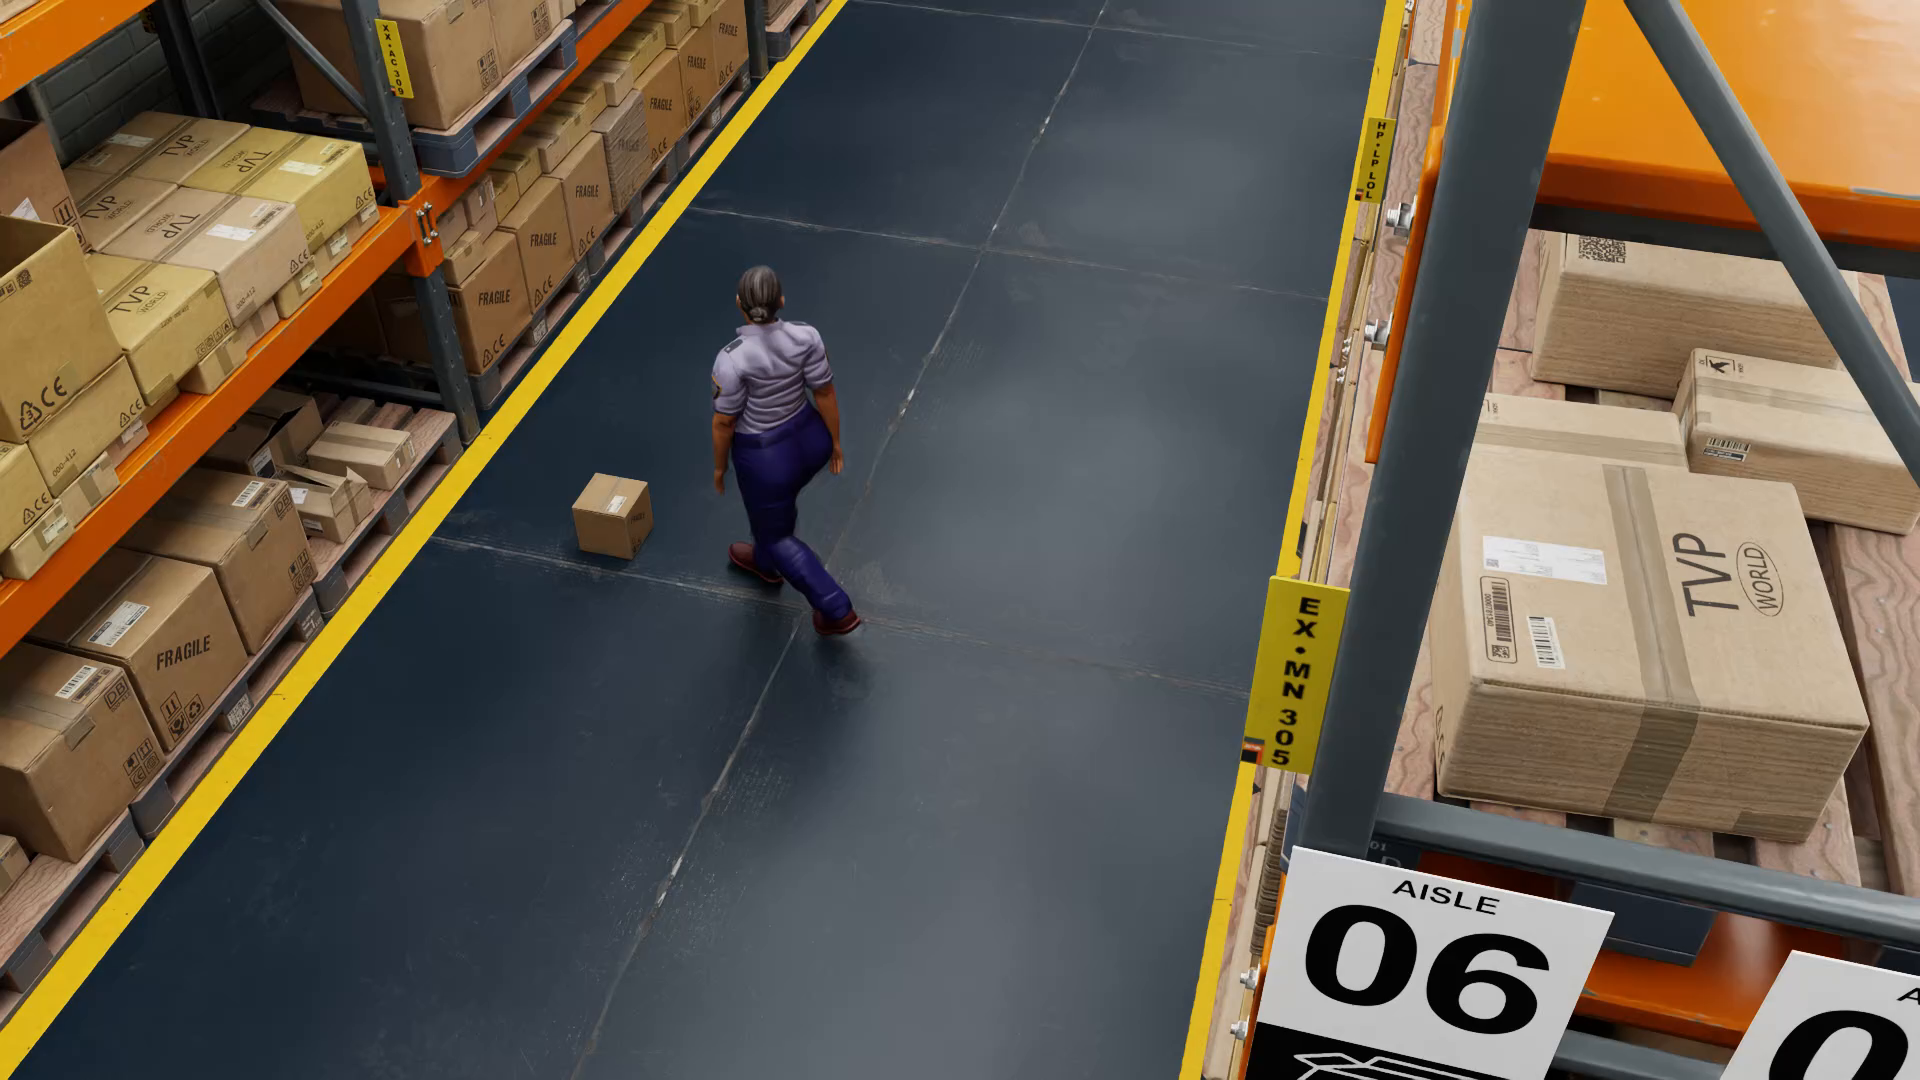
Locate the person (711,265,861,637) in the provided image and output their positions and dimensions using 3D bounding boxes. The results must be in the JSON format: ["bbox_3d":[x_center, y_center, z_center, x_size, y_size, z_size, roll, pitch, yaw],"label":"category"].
[{"bbox_3d":[-0.712,-0.338,6.554,0.858,1.613,0.488,32,50,31],"label":"person"}]
